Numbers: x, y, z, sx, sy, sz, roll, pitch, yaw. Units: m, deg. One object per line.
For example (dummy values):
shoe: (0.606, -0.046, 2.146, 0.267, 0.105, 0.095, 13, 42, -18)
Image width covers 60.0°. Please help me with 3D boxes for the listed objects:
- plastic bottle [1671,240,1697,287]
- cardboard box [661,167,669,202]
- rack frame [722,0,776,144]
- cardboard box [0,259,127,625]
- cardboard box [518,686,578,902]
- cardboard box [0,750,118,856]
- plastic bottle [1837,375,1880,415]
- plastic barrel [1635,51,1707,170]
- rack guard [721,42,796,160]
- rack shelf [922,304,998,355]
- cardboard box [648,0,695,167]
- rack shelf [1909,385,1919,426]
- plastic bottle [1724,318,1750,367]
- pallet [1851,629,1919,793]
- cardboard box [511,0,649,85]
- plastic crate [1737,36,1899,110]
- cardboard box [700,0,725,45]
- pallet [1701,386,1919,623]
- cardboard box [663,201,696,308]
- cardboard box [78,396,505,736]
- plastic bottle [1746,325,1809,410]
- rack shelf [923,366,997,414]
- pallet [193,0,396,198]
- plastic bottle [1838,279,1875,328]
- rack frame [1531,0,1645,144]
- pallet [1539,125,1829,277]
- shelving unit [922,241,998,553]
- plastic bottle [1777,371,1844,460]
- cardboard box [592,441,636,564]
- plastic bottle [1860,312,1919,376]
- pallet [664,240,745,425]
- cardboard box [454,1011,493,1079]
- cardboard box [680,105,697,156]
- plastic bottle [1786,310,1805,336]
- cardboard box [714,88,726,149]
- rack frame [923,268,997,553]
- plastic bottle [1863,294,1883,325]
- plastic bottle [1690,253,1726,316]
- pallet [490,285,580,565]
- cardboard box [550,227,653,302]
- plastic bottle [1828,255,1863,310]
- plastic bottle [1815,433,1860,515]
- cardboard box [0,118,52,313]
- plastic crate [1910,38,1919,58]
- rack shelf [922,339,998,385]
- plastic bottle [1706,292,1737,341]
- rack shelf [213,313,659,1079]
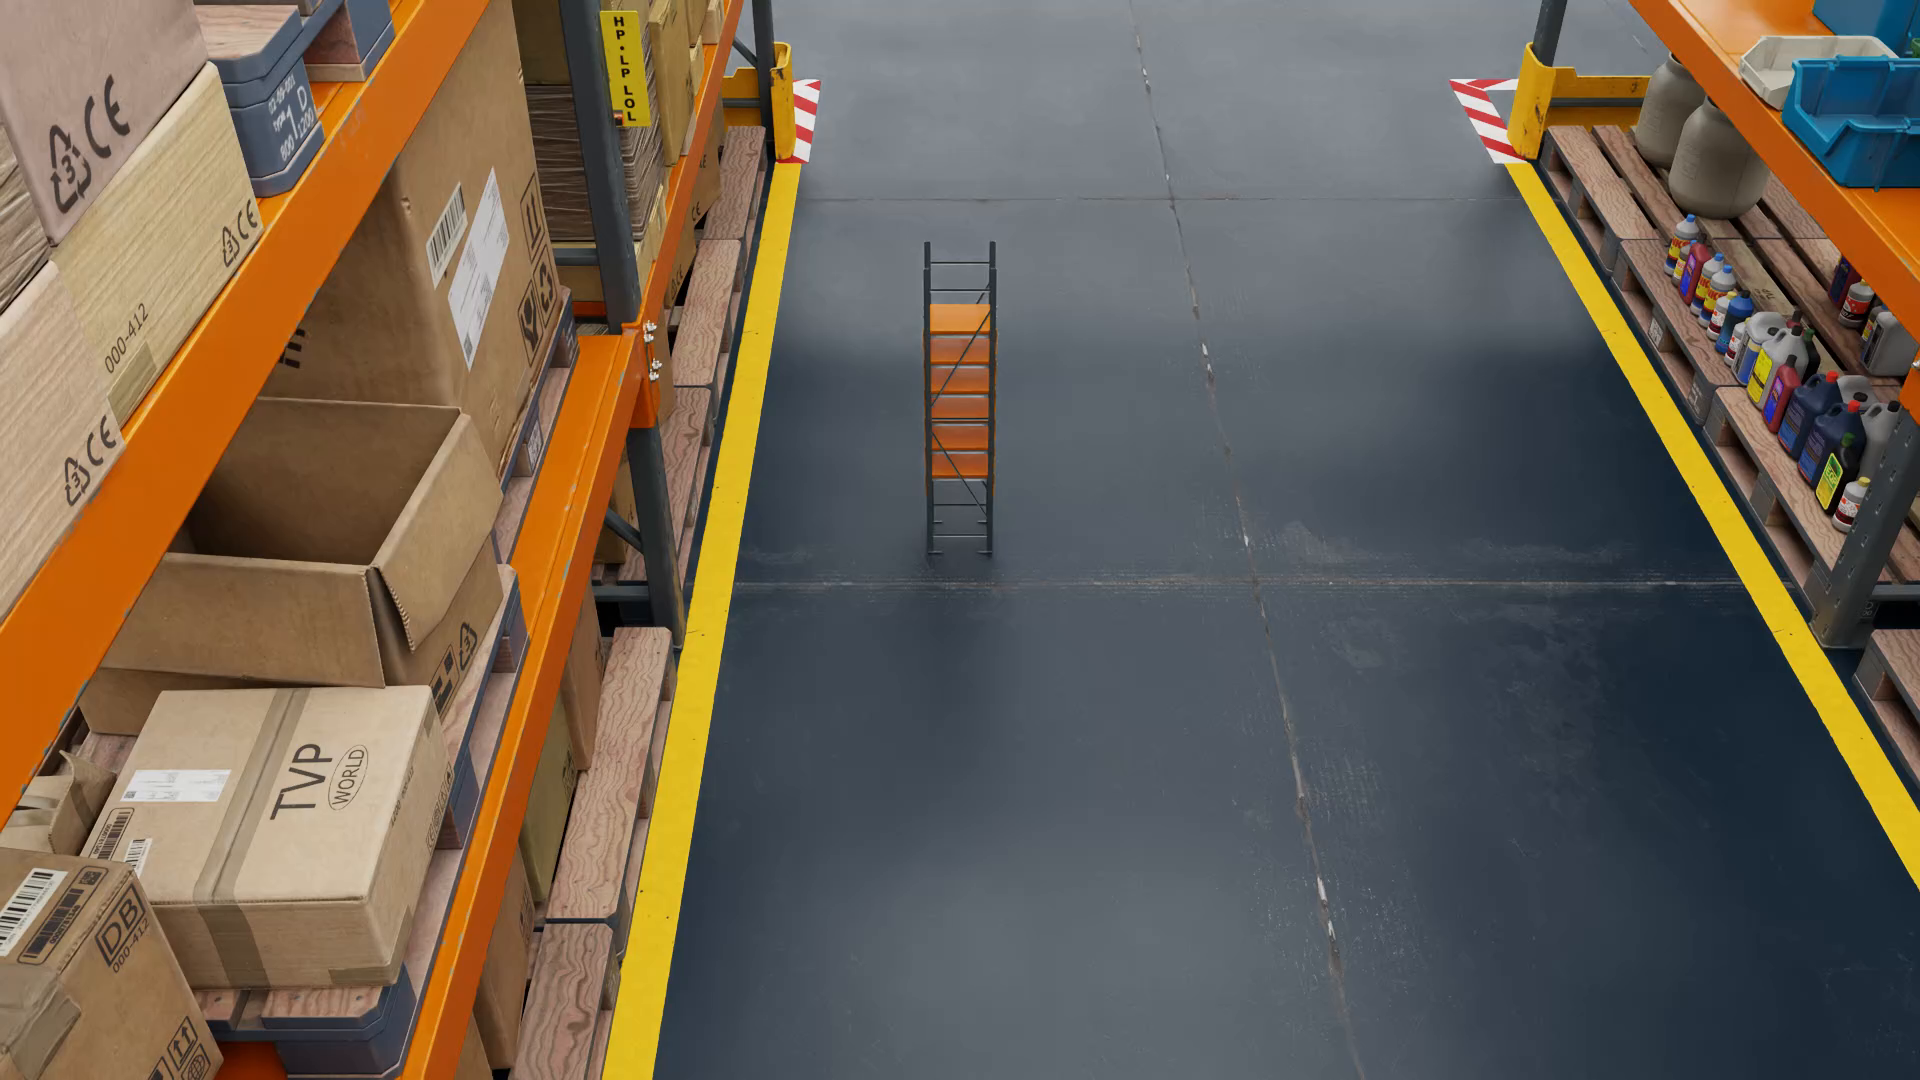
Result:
plastic bottle: (3.176, -1.209, 7.246, 0.097, 0.201, 0.097, 0, 39, 0)
cardboard box: (-1.177, -1.172, 5.515, 0.380, 0.149, 0.250, 0, 39, 0)
rack frame: (-1.467, -3.325, 8.000, 1.000, 3.000, 0.127, 0, 39, 0)
cardboard box: (-1.204, -0.049, 1.634, 0.500, 0.250, 0.500, 1, 39, 1)
cardboard box: (-1.502, 0.663, 4.671, 0.700, 0.500, 0.500, 0, 39, 0)
cardboard box: (-1.730, 0.524, 2.969, 0.396, 0.266, 0.258, -1, 39, -1)
plastic bottle: (3.349, -0.474, 6.269, 0.152, 0.276, 0.135, 0, 39, 0)
plastic barrel: (3.563, -2.110, 8.138, 0.421, 0.512, 0.421, 0, 39, 0)
rack guard: (-1.467, -2.302, 8.722, 1.175, 0.500, 0.348, 0, 39, 0)
rack shelf: (0.000, -0.724, 5.689, 0.258, 0.103, 0.180, 0, 39, 0)
cardboard box: (-1.367, -1.572, 5.496, 0.875, 0.500, 0.500, 0, 39, 0)
rack shelf: (3.493, 0.705, 3.547, 1.077, 0.370, 4.000, 0, 39, 0)
plastic bottle: (3.177, -0.806, 6.744, 0.097, 0.201, 0.097, 0, 39, 0)
pallet: (3.530, 0.752, 5.142, 1.003, 0.211, 1.213, 0, 39, 0)
cardboard box: (-1.209, -1.650, 4.793, 0.500, 0.500, 0.500, 0, 39, 0)
plastic crate: (3.235, -1.739, 6.232, 0.530, 0.136, 0.437, 0, 39, 0)
cardboard box: (-1.154, -2.111, 6.686, 0.380, 0.149, 0.250, 0, 39, 0)
pallet: (3.531, -0.159, 6.279, 1.003, 0.211, 1.213, 0, 39, 0)
cardboard box: (-1.466, -1.357, 7.208, 0.500, 0.500, 0.500, 3, 39, 4)
cardboard box: (-1.368, 0.057, 3.362, 0.797, 0.503, 0.637, 4, 39, 5)
plastic bottle: (3.201, -0.689, 6.478, 0.144, 0.351, 0.185, 0, 39, 0)
rack shelf: (0.000, -0.536, 5.839, 0.258, 0.103, 0.180, 0, 39, 0)
pallet: (-1.564, -0.886, 2.708, 1.213, 0.211, 1.003, 0, 39, 0)
plastic bottle: (3.775, -1.004, 6.989, 0.097, 0.201, 0.097, 0, 39, 0)
rack frame: (3.486, -3.328, 8.004, 1.000, 3.000, 0.127, 0, 39, 0)
pallet: (3.528, -1.684, 8.183, 1.003, 0.211, 1.213, 0, 39, 0)
shelving unit: (0.000, -0.477, 5.886, 0.258, 1.200, 0.189, 0, 39, 0)
plastic bottle: (3.201, -0.487, 6.226, 0.144, 0.351, 0.185, -2, 39, -2)
cardboard box: (-1.423, -0.262, 5.841, 0.500, 0.500, 0.500, -1, 39, -1)
plastic bottle: (3.756, -0.809, 6.687, 0.152, 0.276, 0.135, 0, 39, 0)
pallet: (-1.503, -0.920, 7.229, 1.003, 0.211, 1.213, 0, 39, 0)
cardboard box: (-1.500, 1.362, 3.799, 0.700, 0.500, 0.500, 3, 39, 4)
cardboard box: (-1.146, -1.485, 5.906, 0.380, 0.149, 0.250, 0, 39, 0)
plastic bottle: (3.311, -0.765, 6.626, 0.061, 0.283, 0.133, 0, 39, 0)
cardboard box: (-1.483, -2.123, 8.163, 0.500, 0.500, 0.500, 7, 39, 8)
rack frame: (0.000, -0.420, 5.815, 0.240, 1.200, 0.006, 0, 39, 0)
plastic bottle: (3.899, -1.044, 6.981, 0.152, 0.276, 0.135, -1, 39, -1)
plastic bottle: (3.177, -1.087, 7.037, 0.097, 0.271, 0.097, 0, 39, 0)
pallet: (-1.607, -0.270, 4.342, 1.003, 0.211, 1.213, 0, 39, 0)
cardboard box: (-1.162, -0.860, 5.125, 0.380, 0.149, 0.250, 0, 39, 0)
plastic bottle: (3.793, -1.134, 7.086, 0.061, 0.283, 0.133, 0, 39, 0)
plastic bottle: (3.160, -0.239, 5.970, 0.061, 0.283, 0.133, 2, 39, 2)
cardboard box: (-1.198, -0.338, 1.394, 0.500, 0.500, 0.500, 0, 39, 0)
plastic crate: (3.771, -1.593, 6.009, 0.450, 0.188, 0.662, 0, 39, 0)
rack shelf: (0.000, -0.630, 5.764, 0.258, 0.103, 0.180, 0, 39, 0)
plastic bottle: (3.177, -0.935, 6.904, 0.097, 0.201, 0.097, 0, 39, 0)
rack shelf: (-1.460, 0.708, 3.543, 1.077, 0.370, 4.000, 0, 39, 0)
